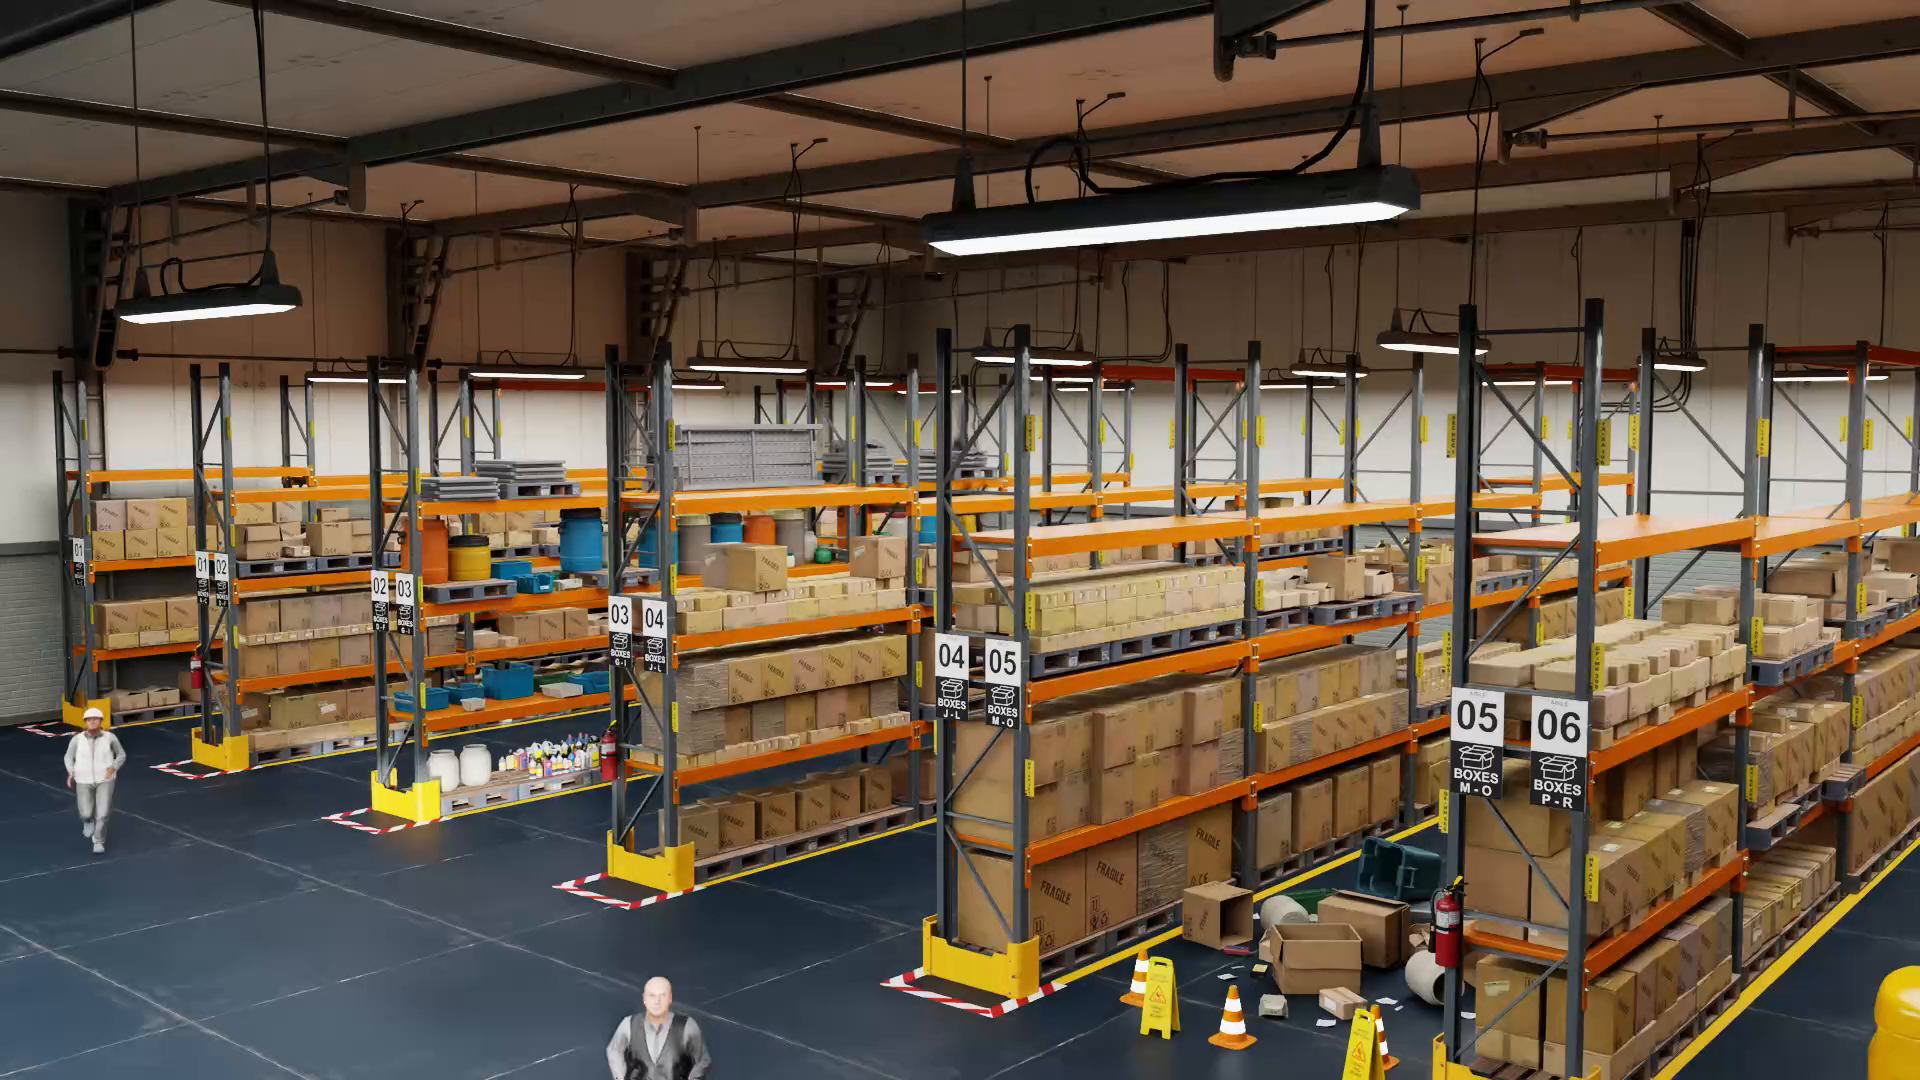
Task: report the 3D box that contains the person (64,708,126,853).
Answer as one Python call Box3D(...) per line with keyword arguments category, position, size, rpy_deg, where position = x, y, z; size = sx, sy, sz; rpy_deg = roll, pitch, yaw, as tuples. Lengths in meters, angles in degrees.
Box3D(category="person", position=(-10.371, 2.872, 19.950), size=(0.674, 1.721, 0.573), rpy_deg=(-2, 5, -24))

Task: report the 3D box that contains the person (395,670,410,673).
Box3D(category="person", position=(-9.787, 2.210, 29.341), size=(0.589, 1.706, 0.918), rpy_deg=(3, 5, 36))

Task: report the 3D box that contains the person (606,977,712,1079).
Box3D(category="person", position=(-1.881, 3.573, 10.389), size=(0.662, 1.719, 0.880), rpy_deg=(0, 4, -7))
